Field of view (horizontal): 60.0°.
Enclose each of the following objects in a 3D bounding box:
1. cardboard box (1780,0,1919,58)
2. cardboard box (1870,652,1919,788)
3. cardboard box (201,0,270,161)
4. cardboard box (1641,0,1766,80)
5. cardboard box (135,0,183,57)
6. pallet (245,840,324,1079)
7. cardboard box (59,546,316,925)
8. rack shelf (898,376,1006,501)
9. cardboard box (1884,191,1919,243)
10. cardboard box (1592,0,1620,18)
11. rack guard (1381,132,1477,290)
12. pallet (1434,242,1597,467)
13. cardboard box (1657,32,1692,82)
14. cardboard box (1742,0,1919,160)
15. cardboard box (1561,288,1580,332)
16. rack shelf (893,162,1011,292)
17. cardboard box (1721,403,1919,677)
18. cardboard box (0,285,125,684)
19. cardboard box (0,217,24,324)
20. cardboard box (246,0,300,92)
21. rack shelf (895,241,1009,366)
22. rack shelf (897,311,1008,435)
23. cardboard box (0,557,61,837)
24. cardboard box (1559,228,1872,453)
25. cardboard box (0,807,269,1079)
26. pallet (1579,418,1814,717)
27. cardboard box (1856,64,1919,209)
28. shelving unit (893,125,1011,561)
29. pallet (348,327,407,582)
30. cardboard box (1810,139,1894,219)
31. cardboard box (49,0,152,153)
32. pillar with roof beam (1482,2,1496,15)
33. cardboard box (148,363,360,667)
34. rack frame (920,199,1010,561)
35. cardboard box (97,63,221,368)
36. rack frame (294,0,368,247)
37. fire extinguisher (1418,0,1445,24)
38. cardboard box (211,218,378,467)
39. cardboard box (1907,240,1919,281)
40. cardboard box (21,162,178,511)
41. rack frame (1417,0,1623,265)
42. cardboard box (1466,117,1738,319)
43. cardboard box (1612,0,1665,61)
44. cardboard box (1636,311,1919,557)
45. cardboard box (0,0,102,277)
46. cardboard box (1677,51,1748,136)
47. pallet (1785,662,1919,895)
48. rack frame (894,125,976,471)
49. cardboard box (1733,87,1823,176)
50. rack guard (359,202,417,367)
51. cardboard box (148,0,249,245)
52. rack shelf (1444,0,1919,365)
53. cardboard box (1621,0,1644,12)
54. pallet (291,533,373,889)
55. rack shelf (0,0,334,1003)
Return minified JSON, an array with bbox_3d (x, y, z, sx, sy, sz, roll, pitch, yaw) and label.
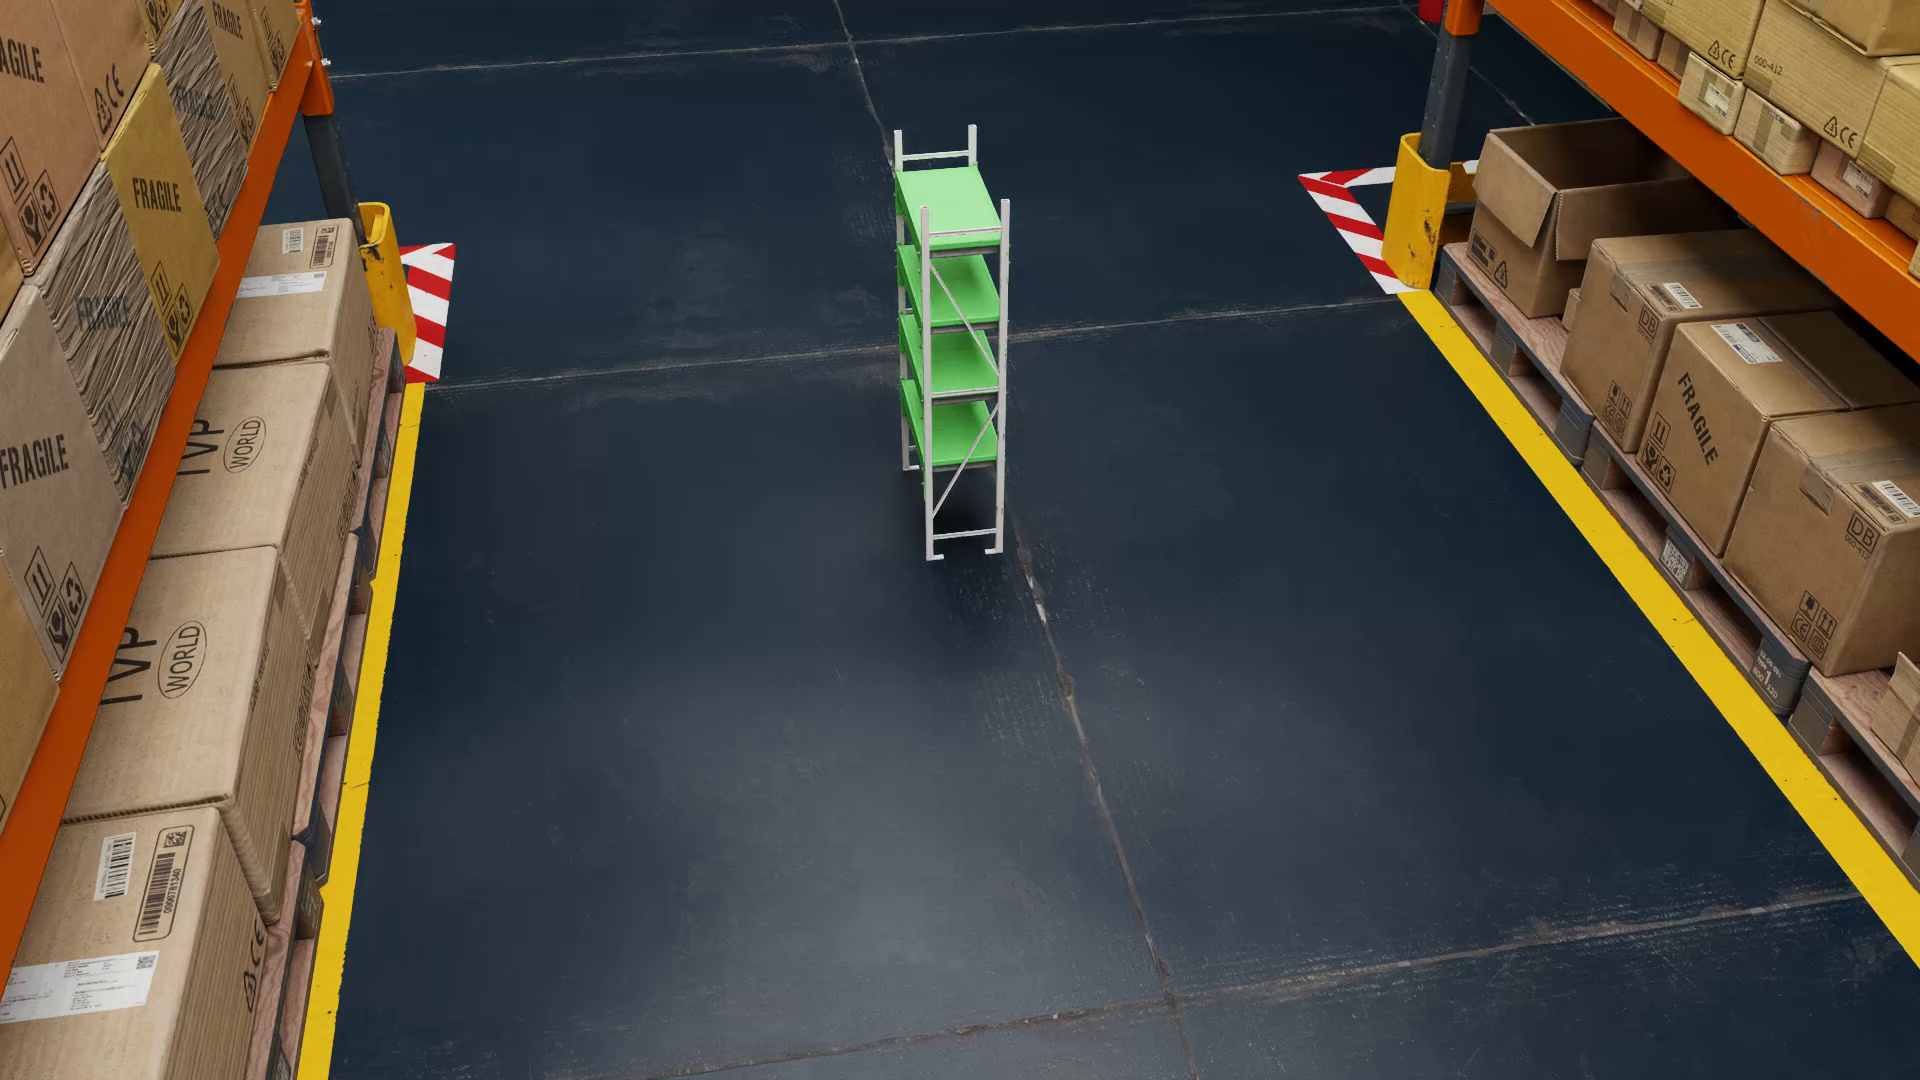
[{"bbox_3d":[2.364,-1.516,4.025,0.500,0.500,0.500,-5,38,-7],"label":"cardboard box"},{"bbox_3d":[2.538,0.439,4.126,0.396,0.266,0.258,-5,38,-6],"label":"cardboard box"},{"bbox_3d":[-2.182,-1.306,4.405,0.500,0.500,0.500,-7,38,-9],"label":"cardboard box"},{"bbox_3d":[2.281,-1.515,4.635,0.500,0.250,0.500,-7,38,-9],"label":"cardboard box"},{"bbox_3d":[-2.077,-1.392,3.700,0.500,0.500,0.500,-6,38,-8],"label":"cardboard box"},{"bbox_3d":[-1.955,1.215,3.514,1.003,0.211,1.213,-6,38,-8],"label":"pallet"},{"bbox_3d":[-2.061,0.496,3.912,0.875,0.438,0.875,-7,38,-9],"label":"cardboard box"},{"bbox_3d":[-0.029,-0.334,5.197,0.258,0.148,0.480,-6,38,-8],"label":"rack shelf"},{"bbox_3d":[2.519,-0.811,4.053,0.380,0.149,0.250,-6,38,-7],"label":"cardboard box"},{"bbox_3d":[2.244,-1.740,5.249,0.380,0.149,0.250,-7,38,-9],"label":"cardboard box"},{"bbox_3d":[2.299,-1.337,6.564,1.175,0.500,0.348,-6,38,-8],"label":"rack guard"},{"bbox_3d":[2.440,-0.742,6.033,1.003,0.211,1.213,-6,38,-8],"label":"pallet"},{"bbox_3d":[2.280,-1.421,4.838,0.380,0.149,0.250,-6,38,-7],"label":"cardboard box"},{"bbox_3d":[2.392,-1.209,4.241,0.500,0.250,0.500,-7,38,-9],"label":"cardboard box"},{"bbox_3d":[2.336,-0.770,5.778,0.380,0.149,0.250,-8,38,-10],"label":"cardboard box"},{"bbox_3d":[-0.029,-0.902,4.755,0.258,0.148,0.480,-6,38,-8],"label":"rack shelf"},{"bbox_3d":[2.593,-0.022,4.529,0.700,0.500,0.500,-8,38,-10],"label":"cardboard box"},{"bbox_3d":[-1.808,-0.074,2.819,0.500,0.500,0.500,-6,38,-8],"label":"cardboard box"},{"bbox_3d":[-1.826,-0.472,2.516,0.500,0.500,0.500,-7,38,-9],"label":"cardboard box"},{"bbox_3d":[-2.255,-1.611,4.797,0.500,0.500,0.500,-6,38,-8],"label":"cardboard box"},{"bbox_3d":[-0.029,-0.713,4.903,0.258,0.148,0.480,-6,38,-8],"label":"rack shelf"},{"bbox_3d":[-0.029,-0.523,5.050,0.258,0.148,0.480,-6,38,-8],"label":"rack shelf"},{"bbox_3d":[-1.723,0.231,2.427,0.500,0.500,0.500,-5,38,-6],"label":"cardboard box"},{"bbox_3d":[2.411,-0.649,5.336,0.700,0.500,0.500,-5,38,-6],"label":"cardboard box"},{"bbox_3d":[-1.903,1.037,3.217,0.875,0.438,0.875,-7,38,-9],"label":"cardboard box"},{"bbox_3d":[2.651,-0.007,5.087,1.003,0.211,1.213,-6,38,-8],"label":"pallet"},{"bbox_3d":[2.481,-0.898,3.840,0.500,0.250,0.500,-6,38,-8],"label":"cardboard box"},{"bbox_3d":[-0.029,-0.574,5.011,0.258,1.200,0.503,-6,38,-8],"label":"shelving unit"},{"bbox_3d":[-2.383,-0.259,5.411,1.003,0.211,1.213,-6,38,-8],"label":"pallet"},{"bbox_3d":[2.430,-0.955,4.239,0.380,0.149,0.250,-6,38,-8],"label":"cardboard box"},{"bbox_3d":[-1.991,-1.088,3.308,0.500,0.500,0.500,-6,38,-8],"label":"cardboard box"},{"bbox_3d":[-1.538,-6.002,5.641,9.100,9.000,0.400,-6,38,-8],"label":"pillar with roof beam"},{"bbox_3d":[-2.217,-0.049,4.614,0.875,0.438,0.875,-5,38,-7],"label":"cardboard box"},{"bbox_3d":[0.014,-0.426,4.821,0.240,1.200,0.015,-6,38,-8],"label":"rack frame"},{"bbox_3d":[-1.979,-0.686,3.607,0.500,0.500,0.500,-5,38,-7],"label":"cardboard box"},{"bbox_3d":[-2.600,-1.834,5.166,1.000,3.000,0.127,-6,38,-8],"label":"rack frame"},{"bbox_3d":[1.805,-2.232,6.045,0.296,0.674,0.183,-6,38,-8],"label":"fire extinguisher"},{"bbox_3d":[-2.386,-0.601,5.324,0.875,0.438,0.875,-7,38,-9],"label":"cardboard box"},{"bbox_3d":[2.455,-0.643,3.837,0.380,0.149,0.250,-7,38,-9],"label":"cardboard box"},{"bbox_3d":[-1.888,-0.375,3.206,0.500,0.500,0.500,-6,38,-8],"label":"cardboard box"},{"bbox_3d":[2.286,-2.370,5.856,1.000,3.000,0.127,-6,38,-8],"label":"rack frame"},{"bbox_3d":[2.300,-1.171,6.005,0.797,0.503,0.637,-8,38,-10],"label":"cardboard box"},{"bbox_3d":[2.228,-1.580,5.044,0.380,0.149,0.250,-5,38,-7],"label":"cardboard box"},{"bbox_3d":[2.406,-0.319,4.911,0.500,0.500,0.500,-6,38,-7],"label":"cardboard box"},{"bbox_3d":[-1.905,-0.783,2.916,0.500,0.500,0.500,-6,38,-7],"label":"cardboard box"},{"bbox_3d":[2.250,-1.260,4.631,0.380,0.149,0.250,-7,38,-9],"label":"cardboard box"},{"bbox_3d":[2.868,0.732,4.136,1.003,0.211,1.213,-6,38,-8],"label":"pallet"},{"bbox_3d":[-0.072,-0.721,5.200,0.240,1.200,0.015,-6,38,-8],"label":"rack frame"},{"bbox_3d":[2.317,-1.103,4.429,0.380,0.149,0.250,-5,38,-7],"label":"cardboard box"},{"bbox_3d":[-2.604,-0.862,5.952,1.175,0.500,0.348,-6,38,-8],"label":"rack guard"},{"bbox_3d":[-2.082,-0.997,4.006,0.500,0.500,0.500,-5,38,-7],"label":"cardboard box"},{"bbox_3d":[2.637,-0.878,4.522,1.077,0.370,4.000,-6,38,-8],"label":"rack shelf"},{"bbox_3d":[2.189,-1.821,5.029,0.500,0.250,0.500,-6,38,-7],"label":"cardboard box"},{"bbox_3d":[-2.172,0.477,4.464,1.003,0.211,1.213,-6,38,-8],"label":"pallet"},{"bbox_3d":[-2.250,-0.342,3.832,1.077,0.370,4.000,-6,38,-8],"label":"rack shelf"}]
